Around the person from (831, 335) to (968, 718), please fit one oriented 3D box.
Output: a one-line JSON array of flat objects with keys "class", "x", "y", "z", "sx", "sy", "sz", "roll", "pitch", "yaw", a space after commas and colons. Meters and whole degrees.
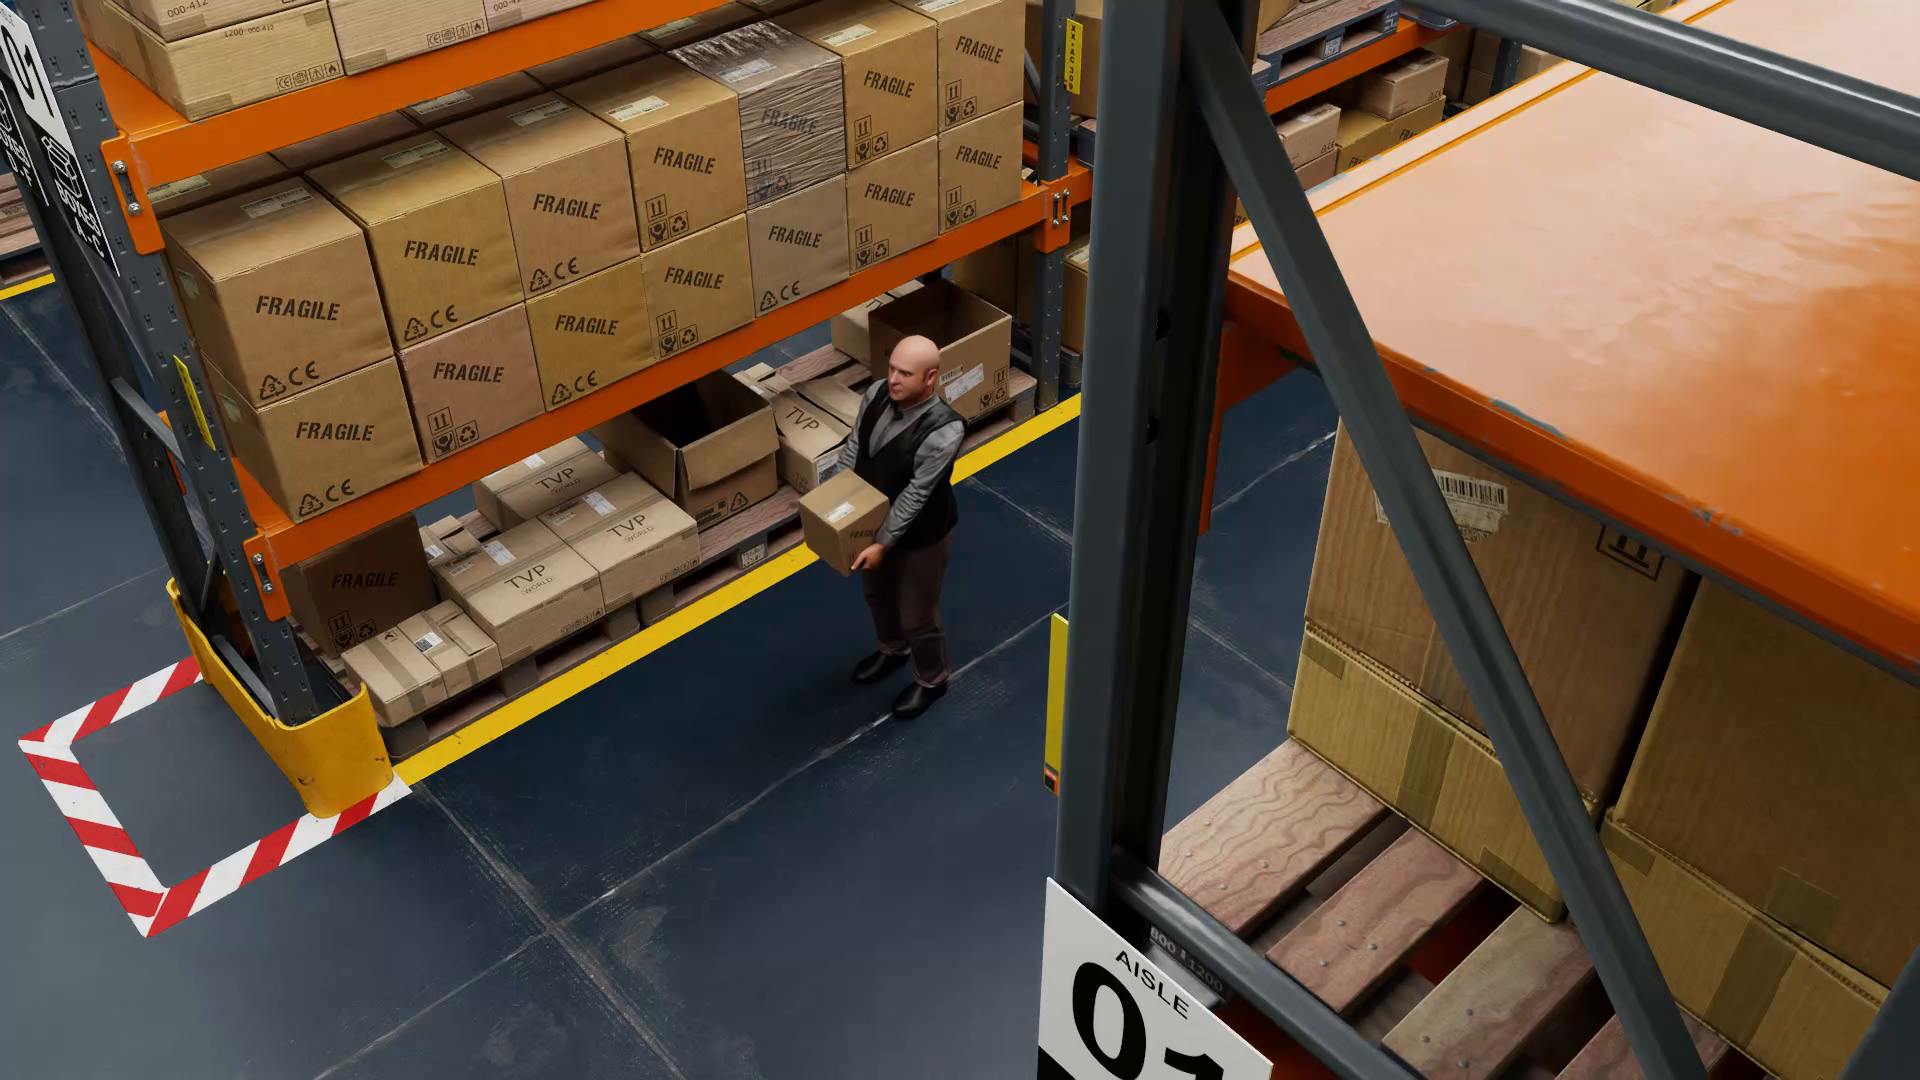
[{"class": "person", "x": -0.278, "y": -0.011, "z": 6.520, "sx": 0.547, "sy": 1.713, "sz": 0.494, "roll": -29, "pitch": 48, "yaw": -31}]
